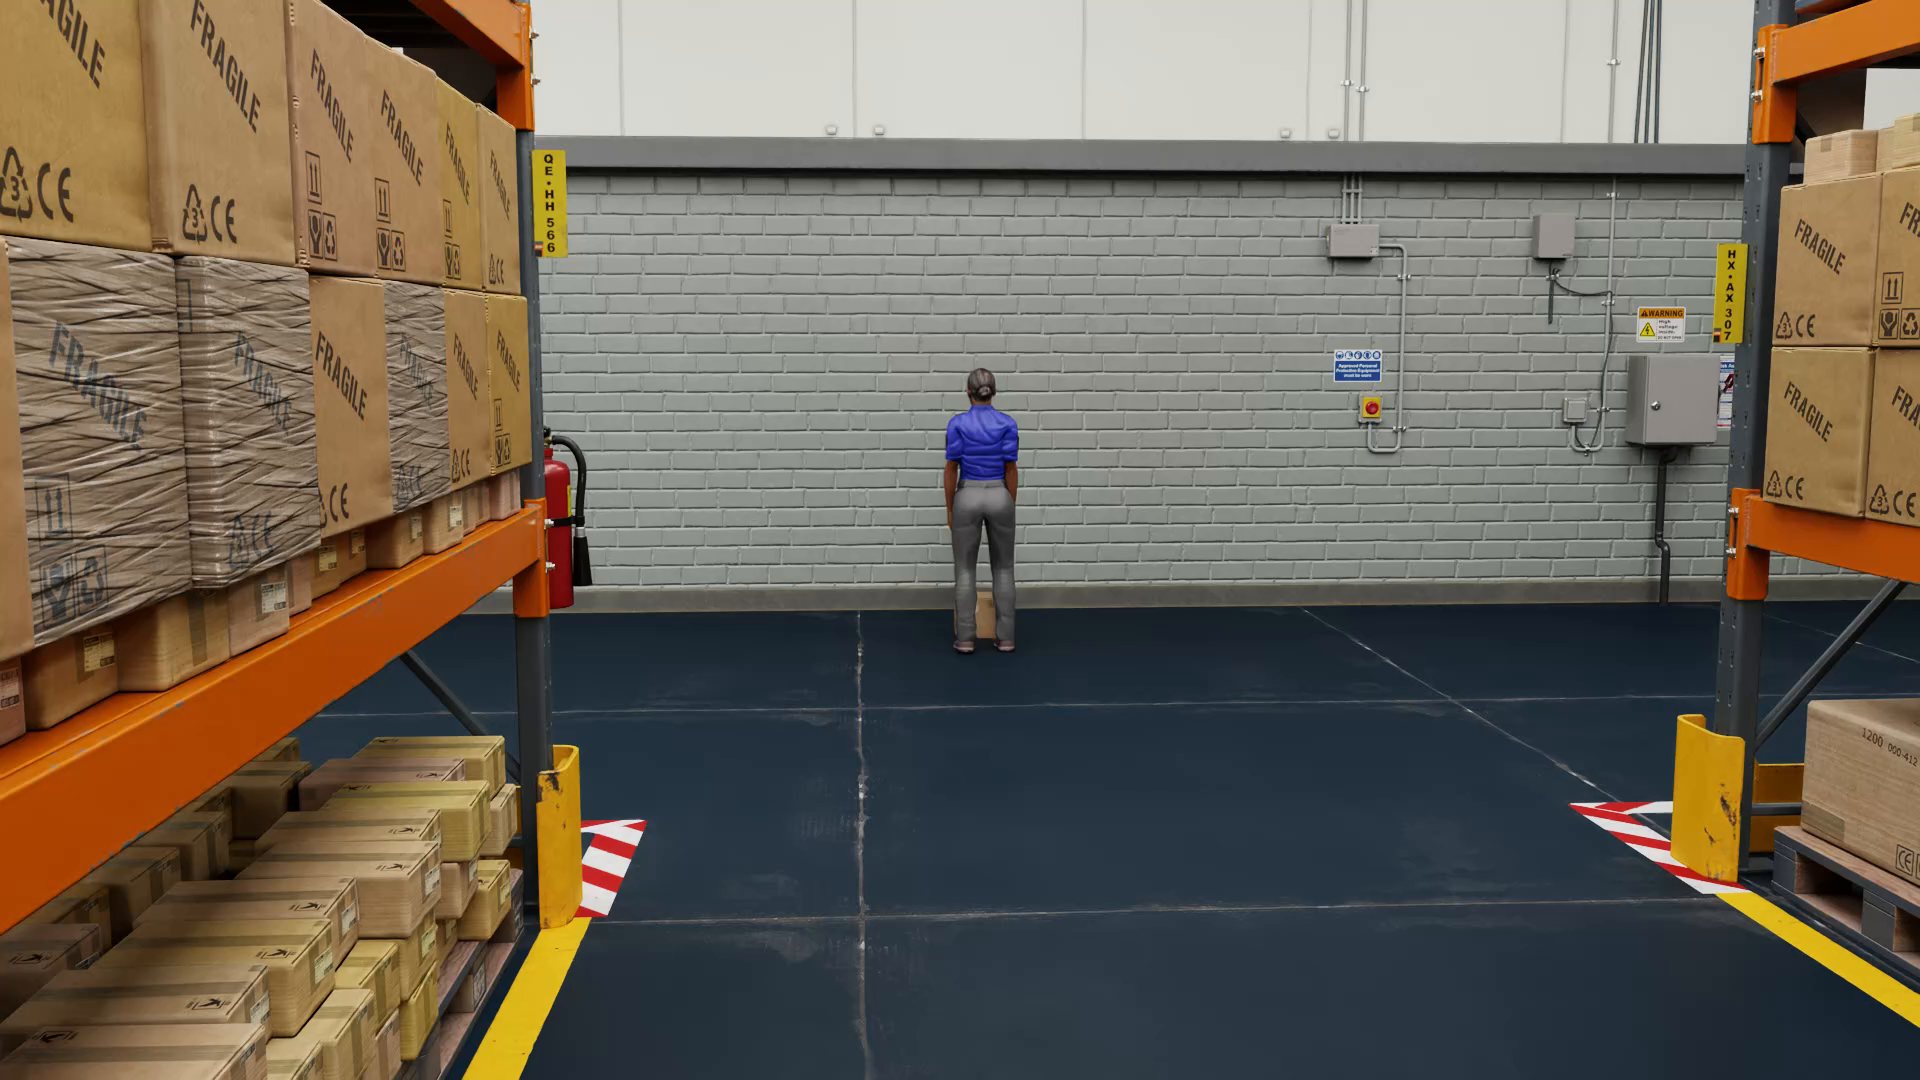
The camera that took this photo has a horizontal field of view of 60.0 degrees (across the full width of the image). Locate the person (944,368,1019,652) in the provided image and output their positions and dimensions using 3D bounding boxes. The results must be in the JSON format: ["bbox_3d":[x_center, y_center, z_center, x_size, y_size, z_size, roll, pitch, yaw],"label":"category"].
[{"bbox_3d":[0.122,-0.172,9.706,0.436,1.656,0.307,0,7,-2],"label":"person"}]
